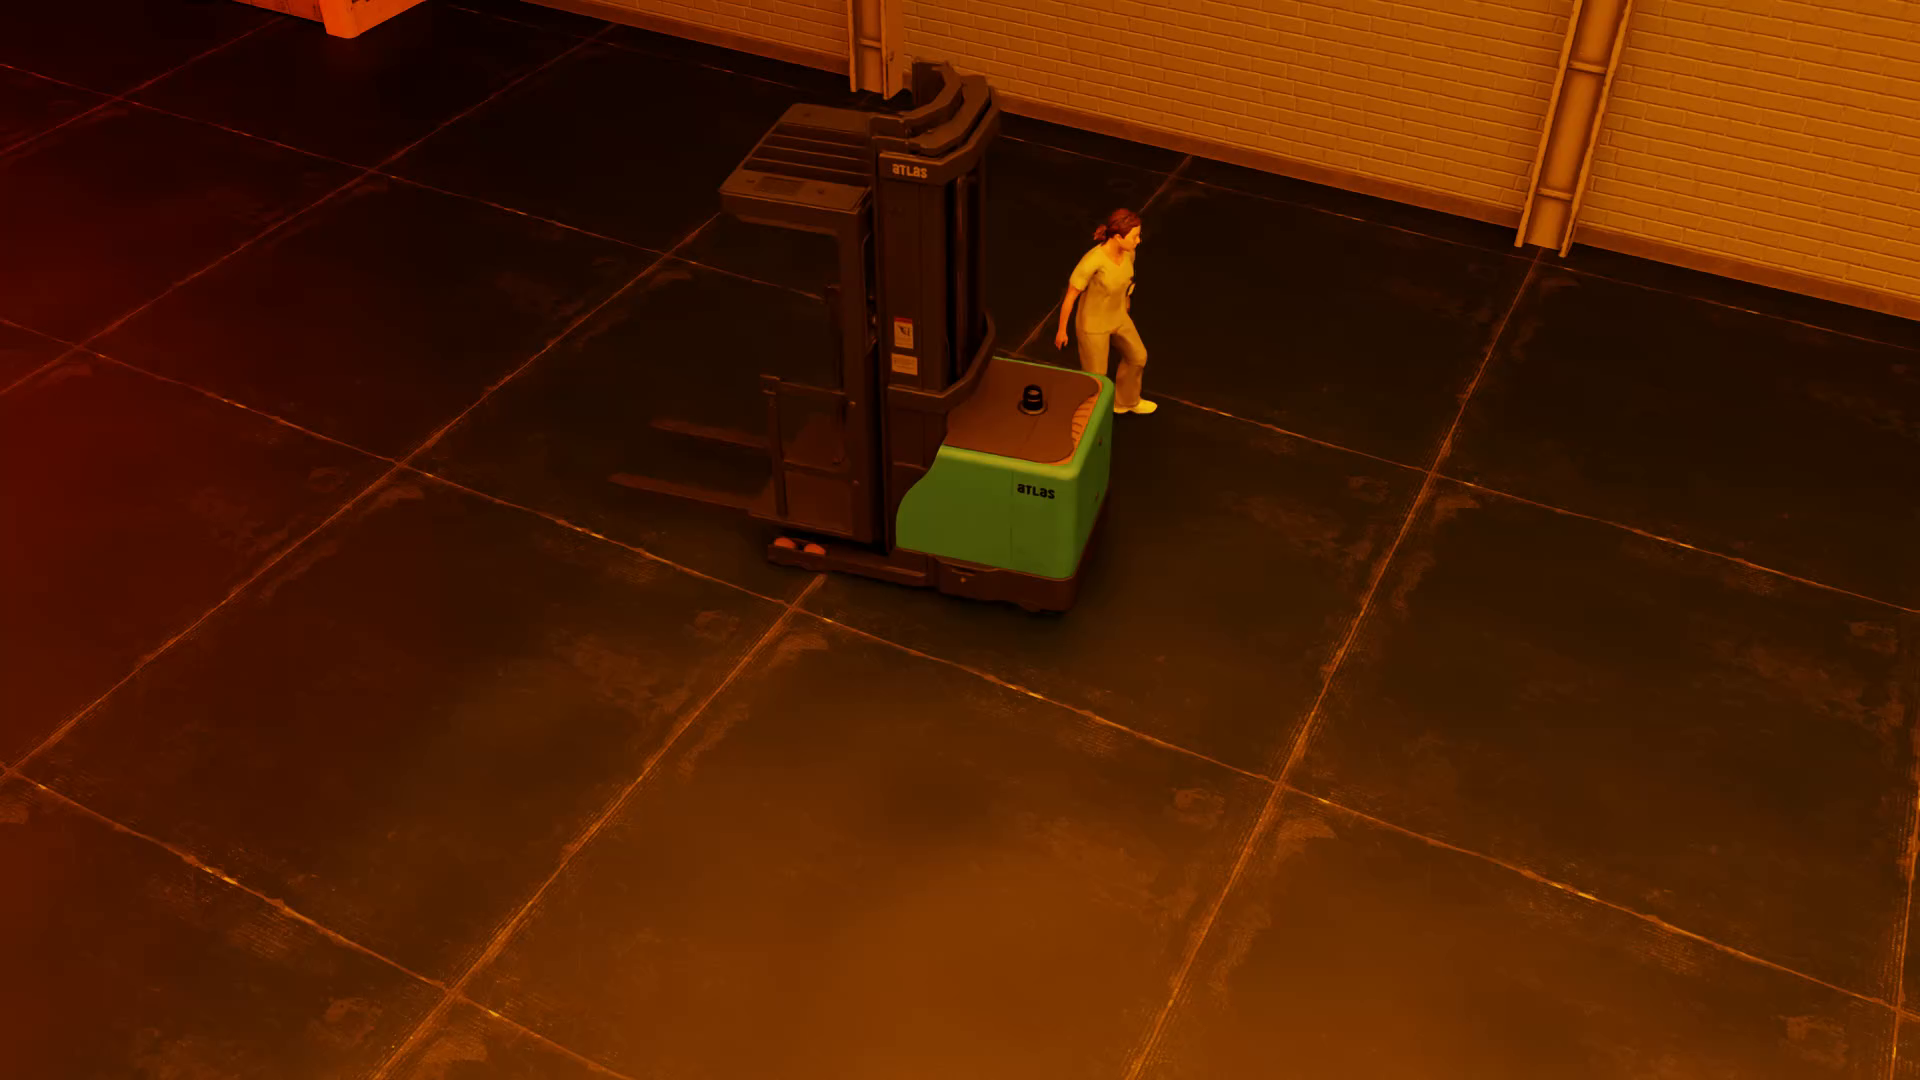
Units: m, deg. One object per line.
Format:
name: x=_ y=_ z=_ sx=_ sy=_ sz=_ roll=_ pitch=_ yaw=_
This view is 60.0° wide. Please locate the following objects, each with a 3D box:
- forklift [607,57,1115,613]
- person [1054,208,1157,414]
forklift: x=-0.655 y=-1.244 z=9.464 sx=3.031 sy=2.935 sz=1.130 roll=11 pitch=41 yaw=13
person: x=0.936 y=-1.409 z=10.681 sx=0.779 sy=1.638 sz=0.390 roll=-31 pitch=49 yaw=-31
